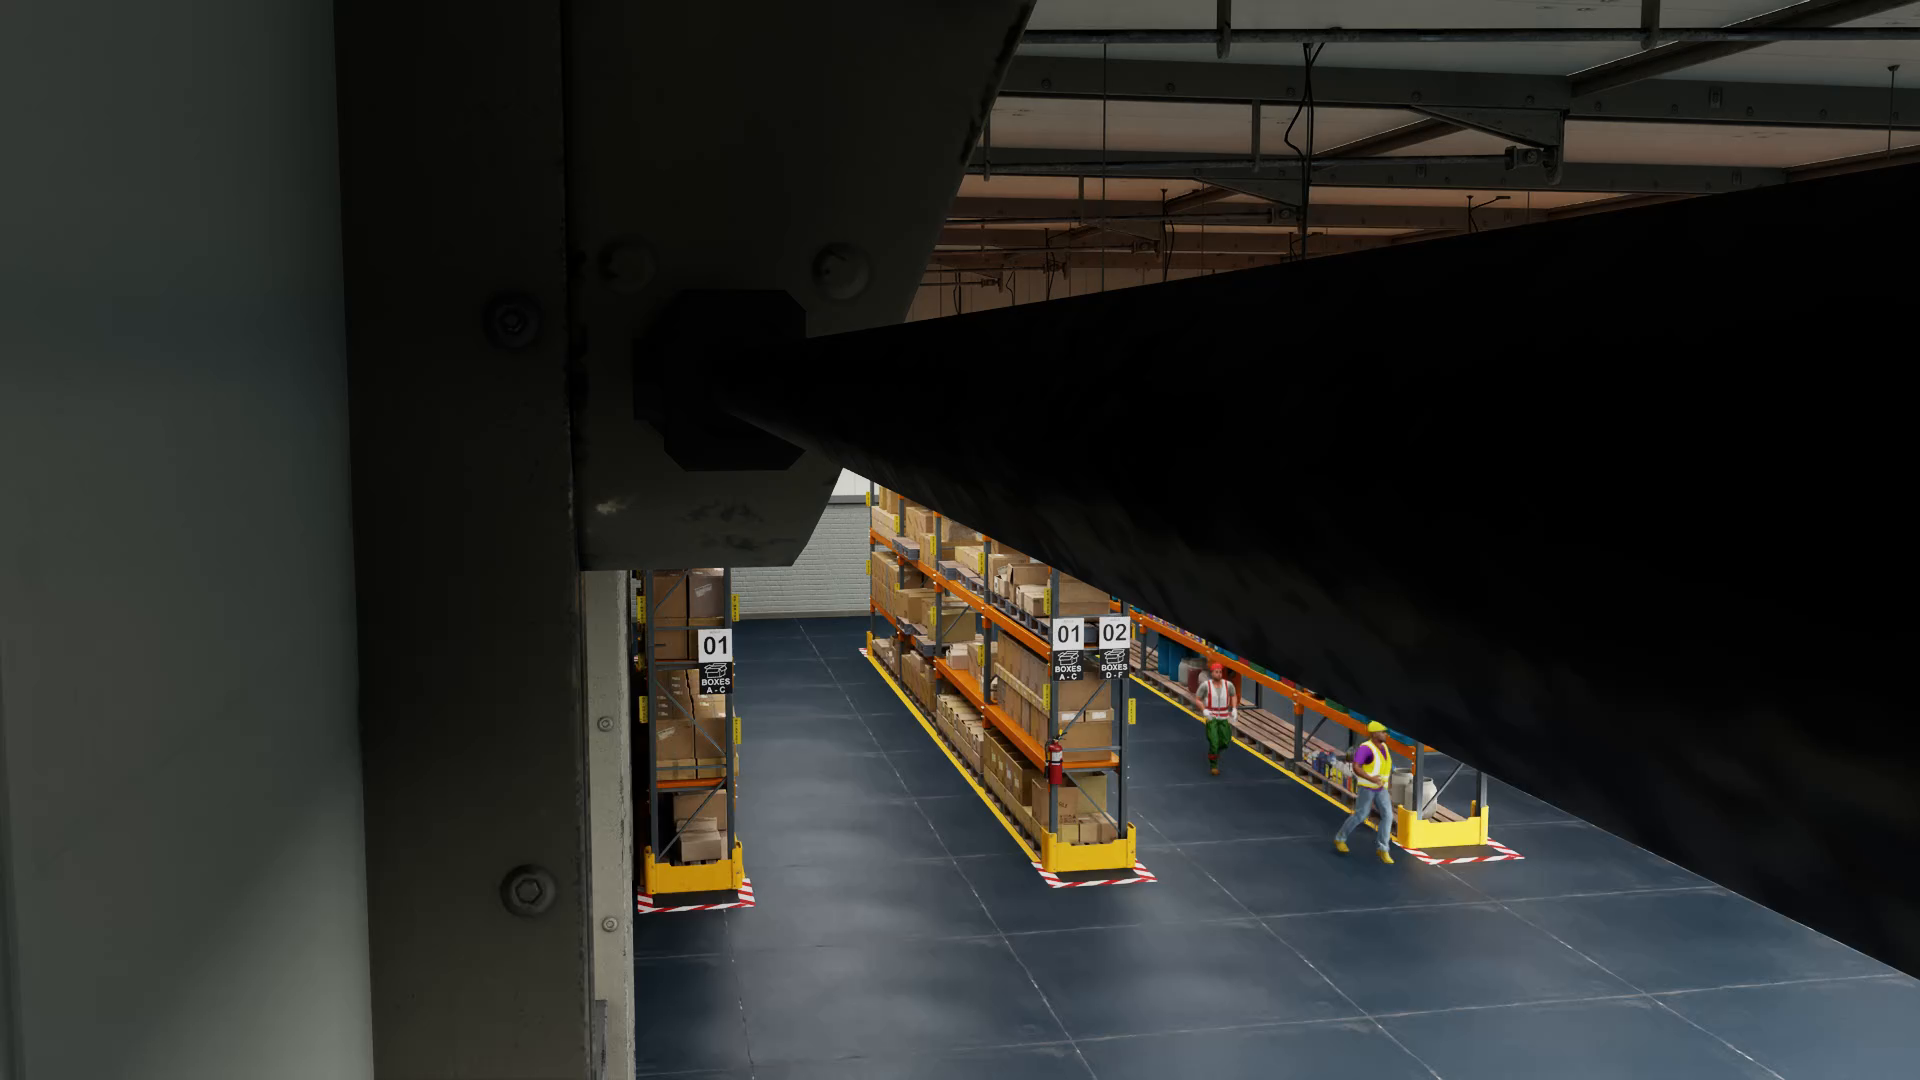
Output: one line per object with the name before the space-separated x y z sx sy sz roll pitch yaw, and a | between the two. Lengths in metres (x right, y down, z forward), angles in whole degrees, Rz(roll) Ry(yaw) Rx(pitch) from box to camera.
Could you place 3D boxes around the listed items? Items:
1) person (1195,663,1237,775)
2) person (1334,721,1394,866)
person | 3.996 2.766 25.897 0.692 1.742 0.623 -1 6 -8
person | 5.351 3.223 21.471 0.757 1.780 0.851 -4 7 -37
